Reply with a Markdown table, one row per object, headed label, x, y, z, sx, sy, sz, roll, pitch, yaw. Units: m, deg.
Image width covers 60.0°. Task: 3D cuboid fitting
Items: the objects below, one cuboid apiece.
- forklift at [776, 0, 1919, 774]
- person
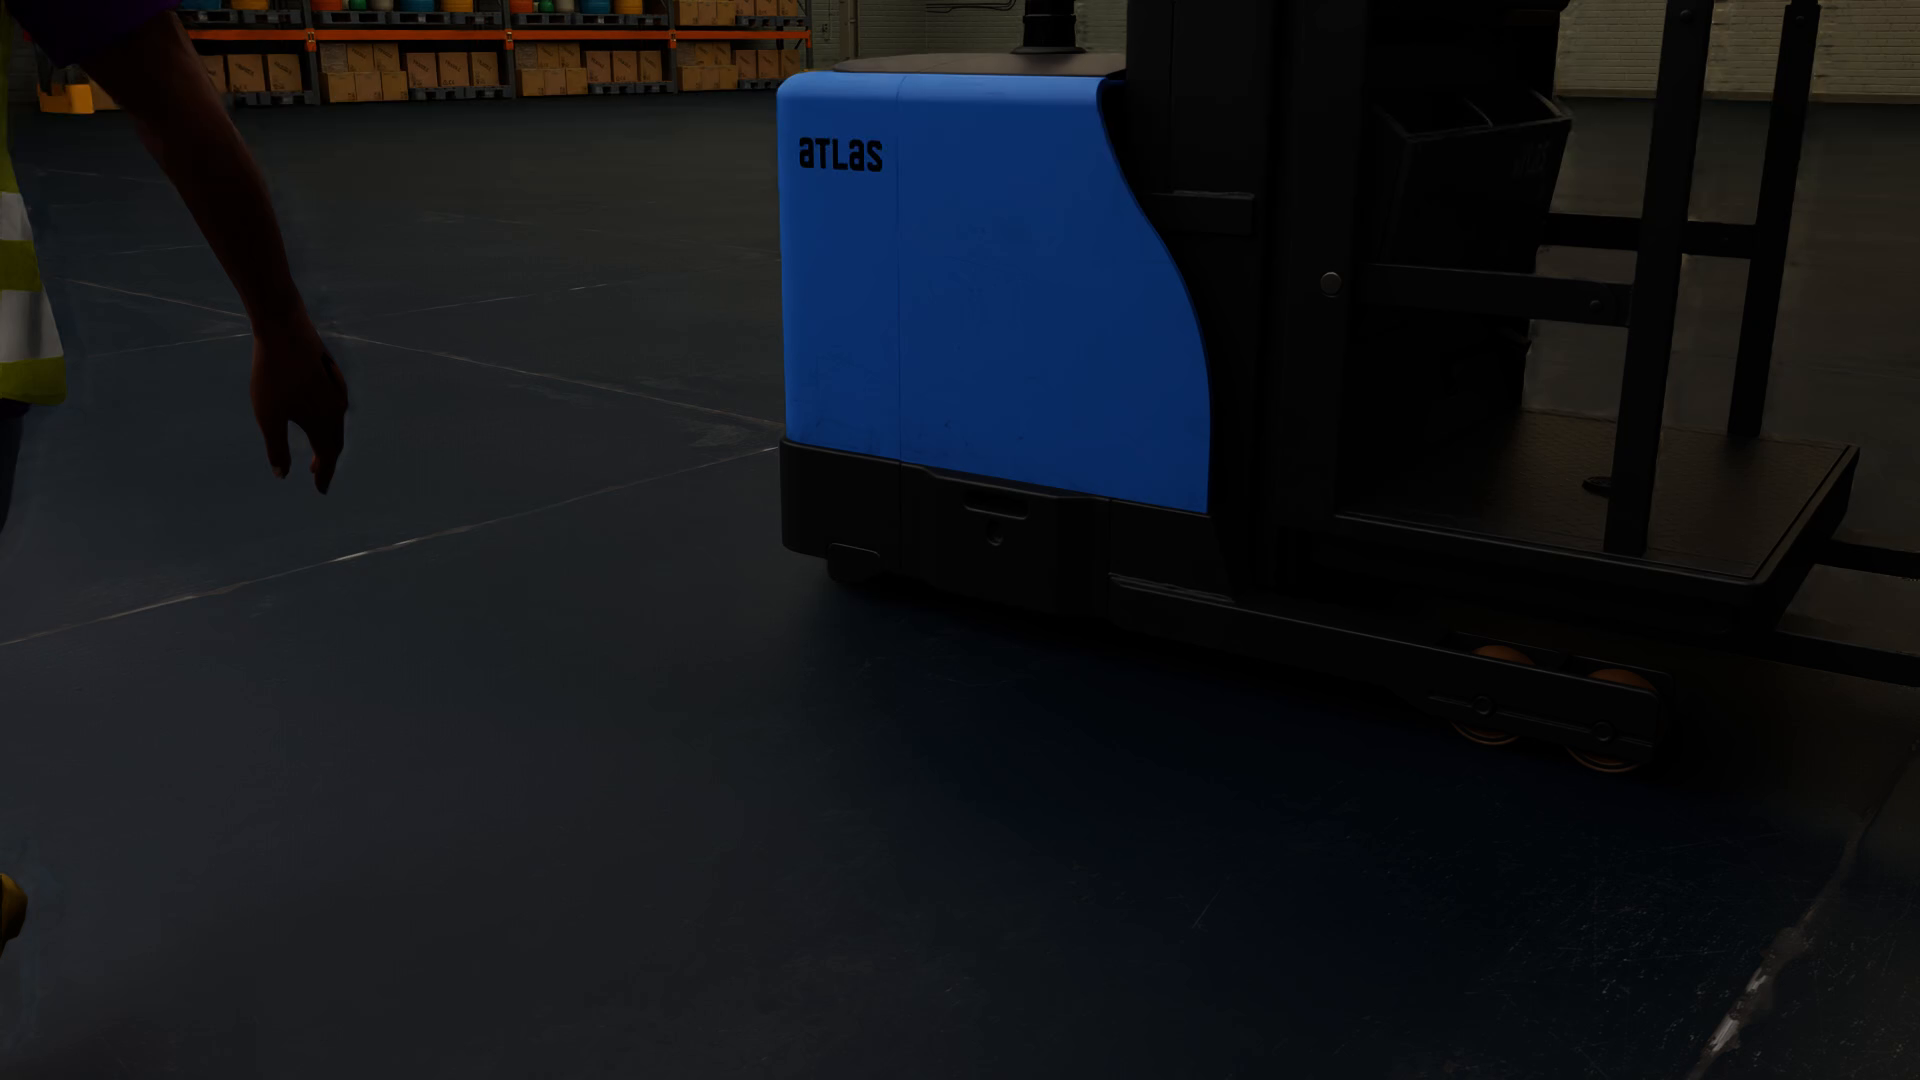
| label | x | y | z | sx | sy | sz | roll | pitch | yaw |
| --- | --- | --- | --- | --- | --- | --- | --- | --- | --- |
| forklift | 1.112 | -1.200 | 2.848 | 3.031 | 2.935 | 1.130 | 11 | 20 | 33 |
| person | -1.019 | -0.126 | 1.450 | 0.672 | 1.701 | 0.708 | 2 | 17 | 7 |
